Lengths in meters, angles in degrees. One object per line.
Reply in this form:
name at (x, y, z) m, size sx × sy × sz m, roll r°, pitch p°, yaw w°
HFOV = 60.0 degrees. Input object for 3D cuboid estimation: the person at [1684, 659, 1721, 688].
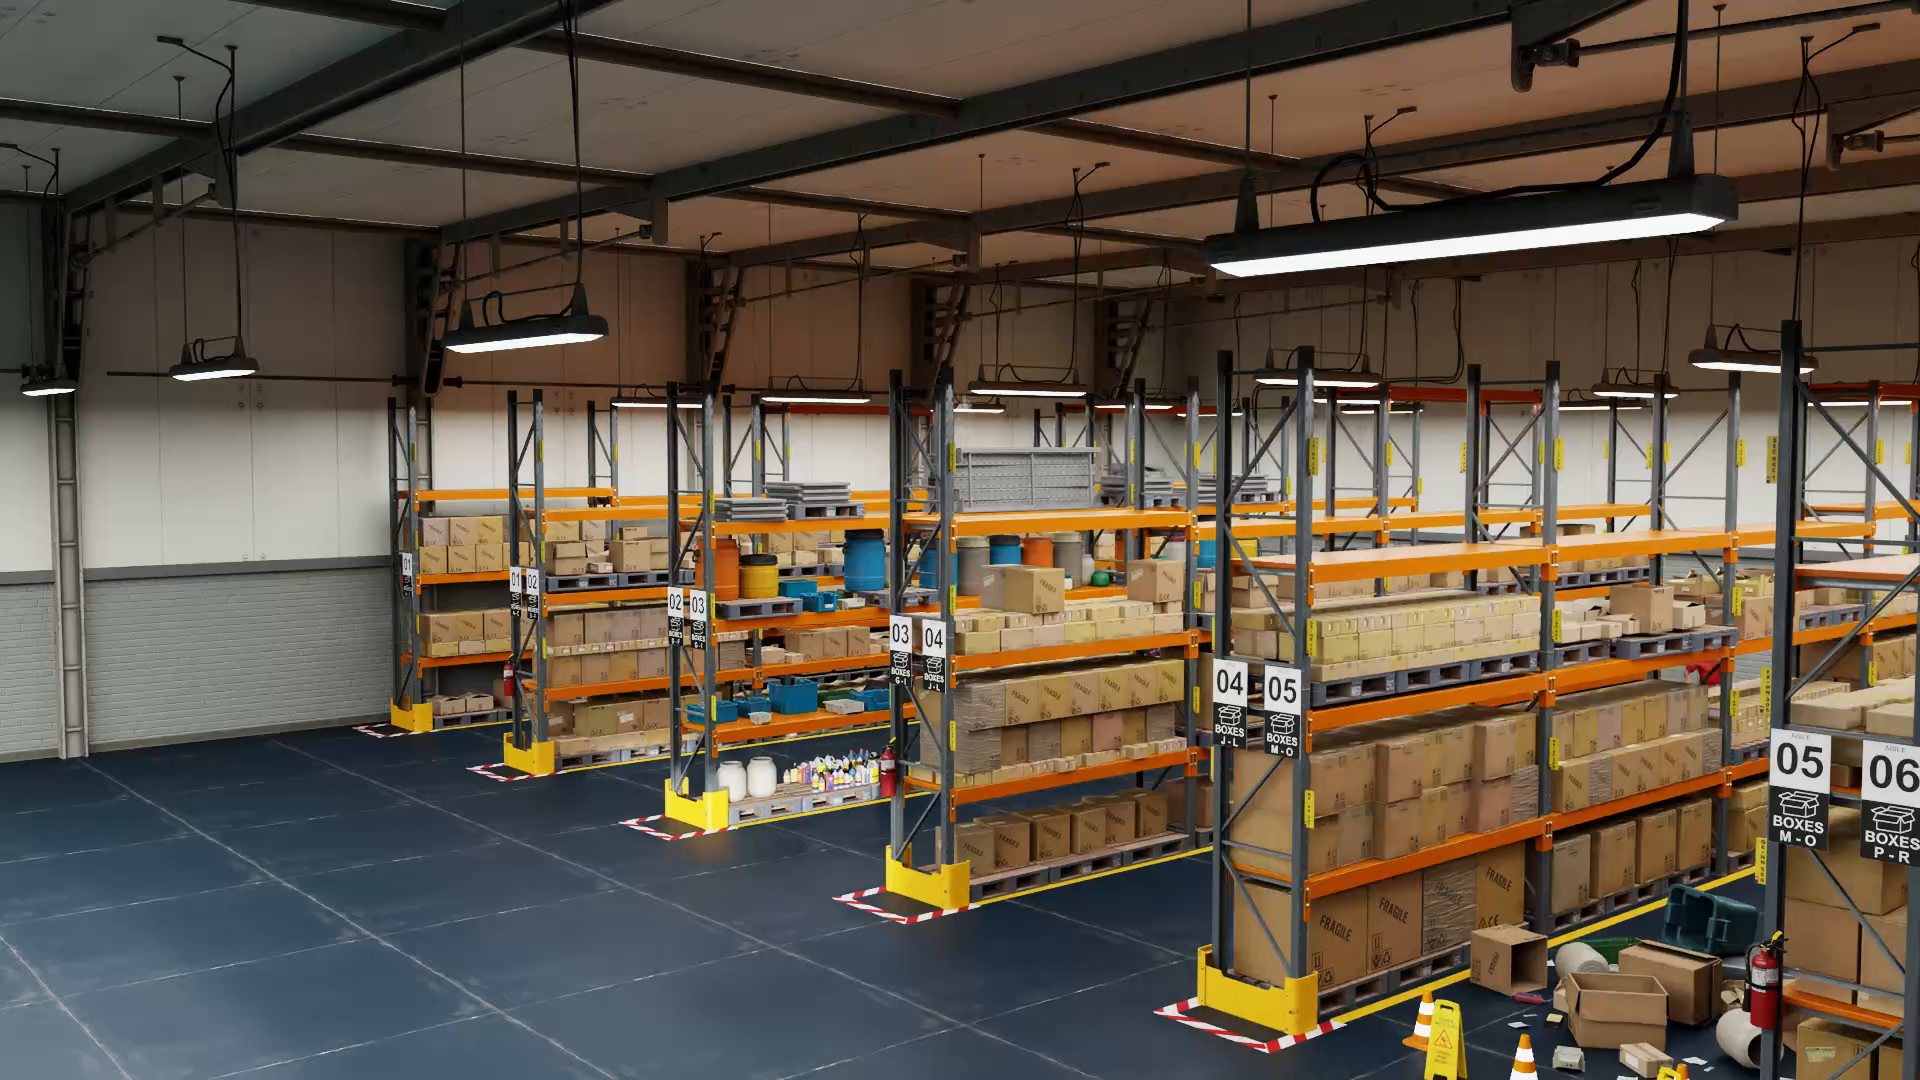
person at (13.026, 2.659, 28.758) m, size 0.703 × 1.748 × 0.760 m, roll -1°, pitch 4°, yaw -20°
